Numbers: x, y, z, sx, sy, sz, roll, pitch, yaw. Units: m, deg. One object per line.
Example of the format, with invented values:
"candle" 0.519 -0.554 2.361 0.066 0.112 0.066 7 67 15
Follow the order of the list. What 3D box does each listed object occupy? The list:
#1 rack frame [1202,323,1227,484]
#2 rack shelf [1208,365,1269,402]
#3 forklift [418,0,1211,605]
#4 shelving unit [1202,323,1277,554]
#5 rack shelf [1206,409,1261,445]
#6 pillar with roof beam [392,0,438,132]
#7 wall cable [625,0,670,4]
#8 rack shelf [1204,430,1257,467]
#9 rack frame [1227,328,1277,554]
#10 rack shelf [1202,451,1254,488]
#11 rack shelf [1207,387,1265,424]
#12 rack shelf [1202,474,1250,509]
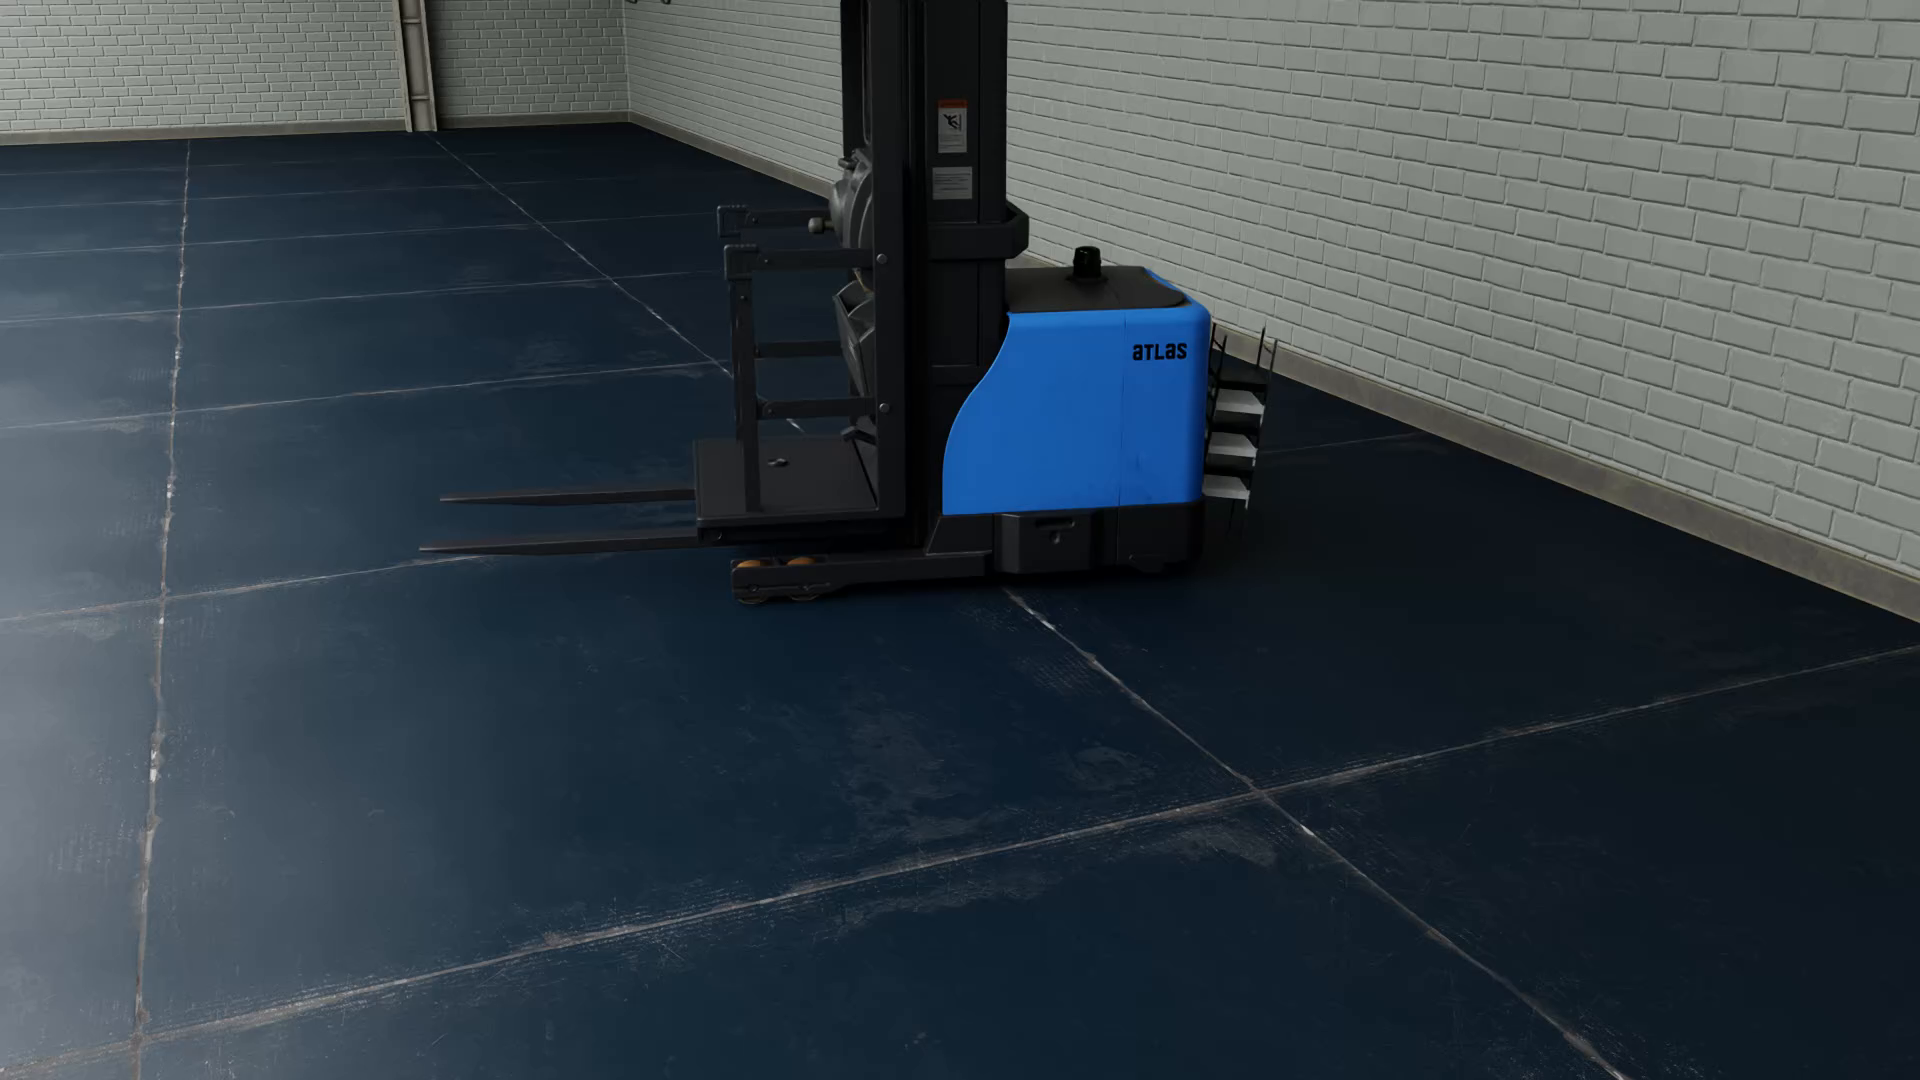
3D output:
"rack frame" 0.993 -0.422 6.805 0.006 0.900 0.240 5 19 -5
"rack shelf" 1.120 -0.636 6.736 0.200 0.077 0.258 5 19 -5
"forklift" -0.594 -1.325 6.373 3.031 2.935 1.130 -3 20 -9
"shelving unit" 1.094 -0.413 6.813 0.210 0.900 0.258 5 19 -5
"rack shelf" 1.100 -0.466 6.795 0.200 0.077 0.258 5 19 -5
"pillar with roof beam" -5.858 -8.688 18.147 0.400 9.000 9.100 -8 21 -22
"wall cable" -4.334 -8.520 22.346 0.112 2.526 3.097 -8 21 -22
"rack shelf" 1.090 -0.382 6.824 0.200 0.077 0.258 5 19 -5
"rack frame" 1.195 -0.404 6.822 0.006 0.900 0.240 5 19 -5
"rack shelf" 1.080 -0.297 6.853 0.200 0.077 0.258 5 19 -5
"rack shelf" 1.110 -0.551 6.766 0.200 0.077 0.258 5 19 -5
"rack shelf" 1.070 -0.213 6.883 0.200 0.077 0.258 5 19 -5
